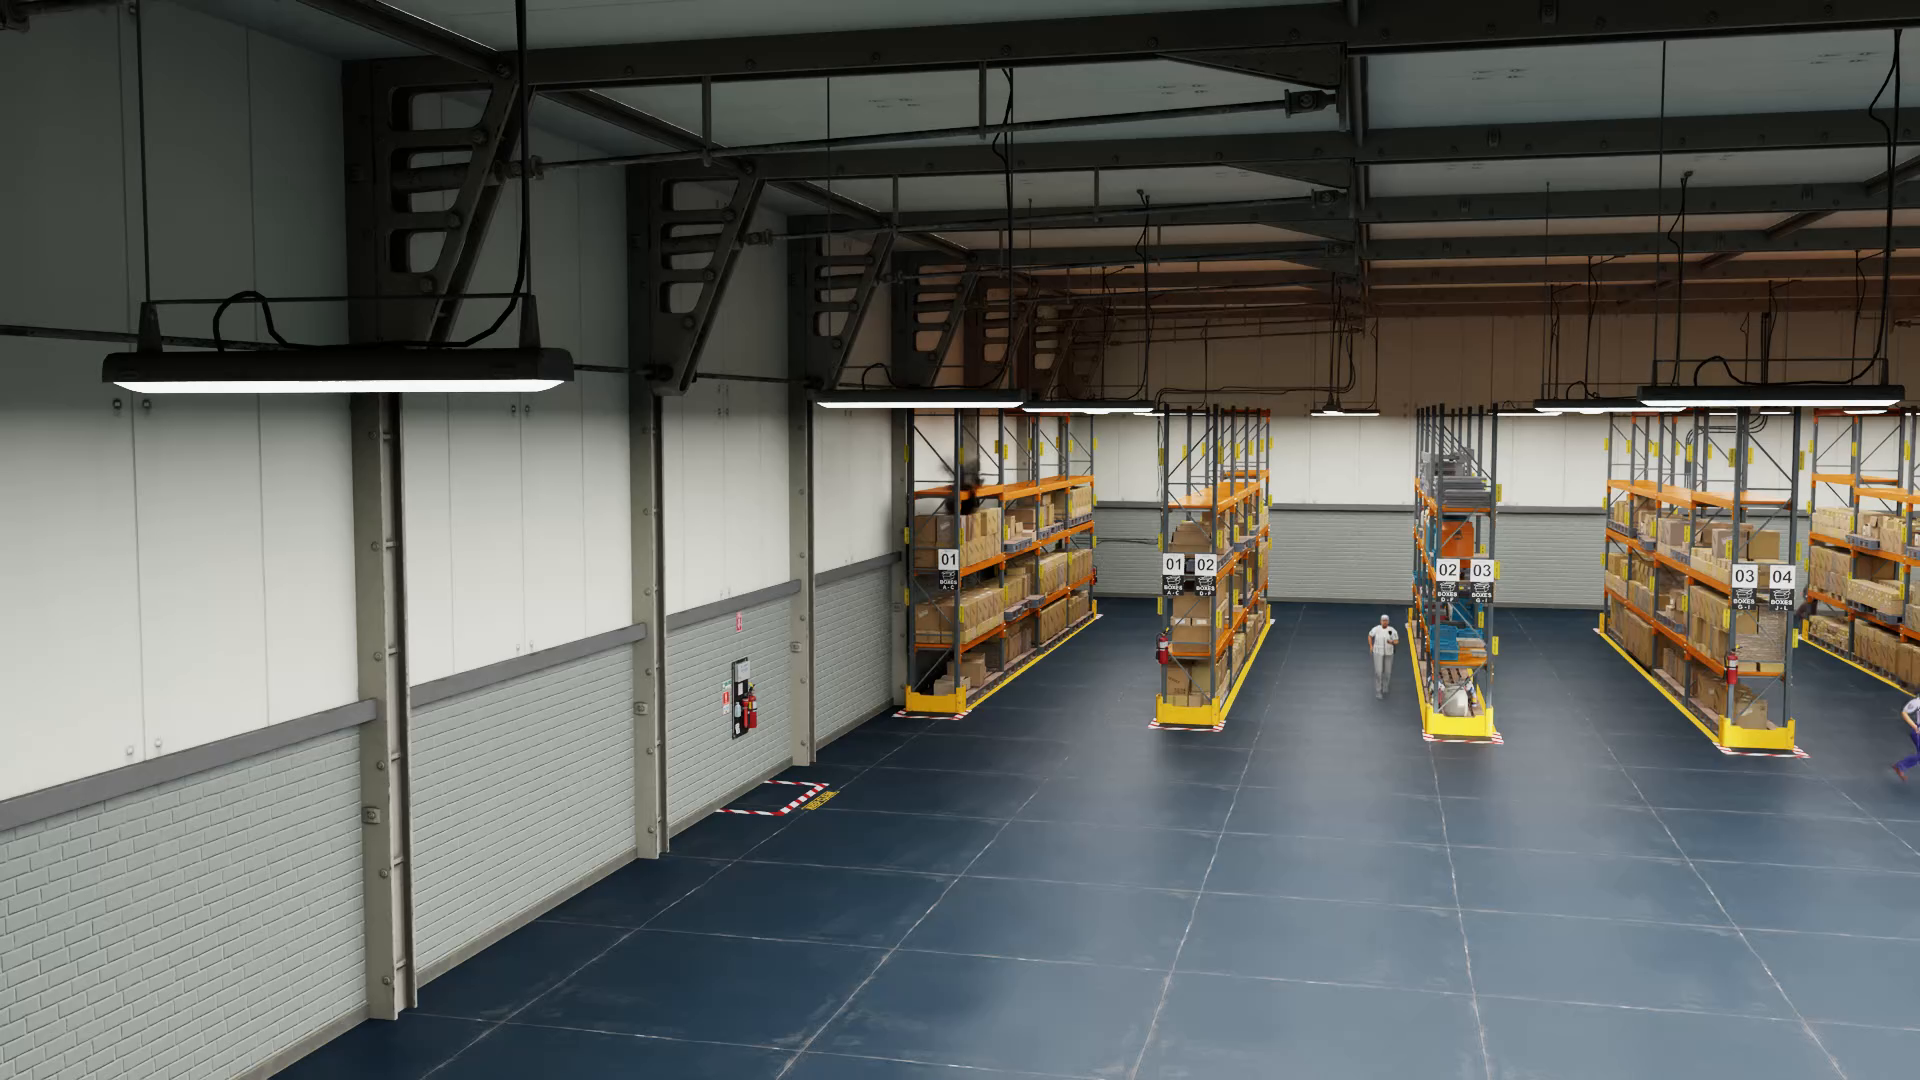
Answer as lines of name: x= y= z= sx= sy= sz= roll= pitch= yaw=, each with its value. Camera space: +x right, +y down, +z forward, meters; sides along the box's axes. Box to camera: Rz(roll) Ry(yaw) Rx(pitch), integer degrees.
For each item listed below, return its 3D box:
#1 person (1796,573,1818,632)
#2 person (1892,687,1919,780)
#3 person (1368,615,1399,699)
person: x=22.752 y=1.654 z=44.497 sx=0.667 sy=1.731 sz=0.712 roll=3 pitch=5 yaw=38
person: x=14.927 y=3.038 z=25.775 sx=0.593 sy=1.655 sz=0.839 roll=-3 pitch=5 yaw=-34
person: x=8.741 y=2.396 z=34.308 sx=0.580 sy=1.727 sz=0.740 roll=0 pitch=4 yaw=6
